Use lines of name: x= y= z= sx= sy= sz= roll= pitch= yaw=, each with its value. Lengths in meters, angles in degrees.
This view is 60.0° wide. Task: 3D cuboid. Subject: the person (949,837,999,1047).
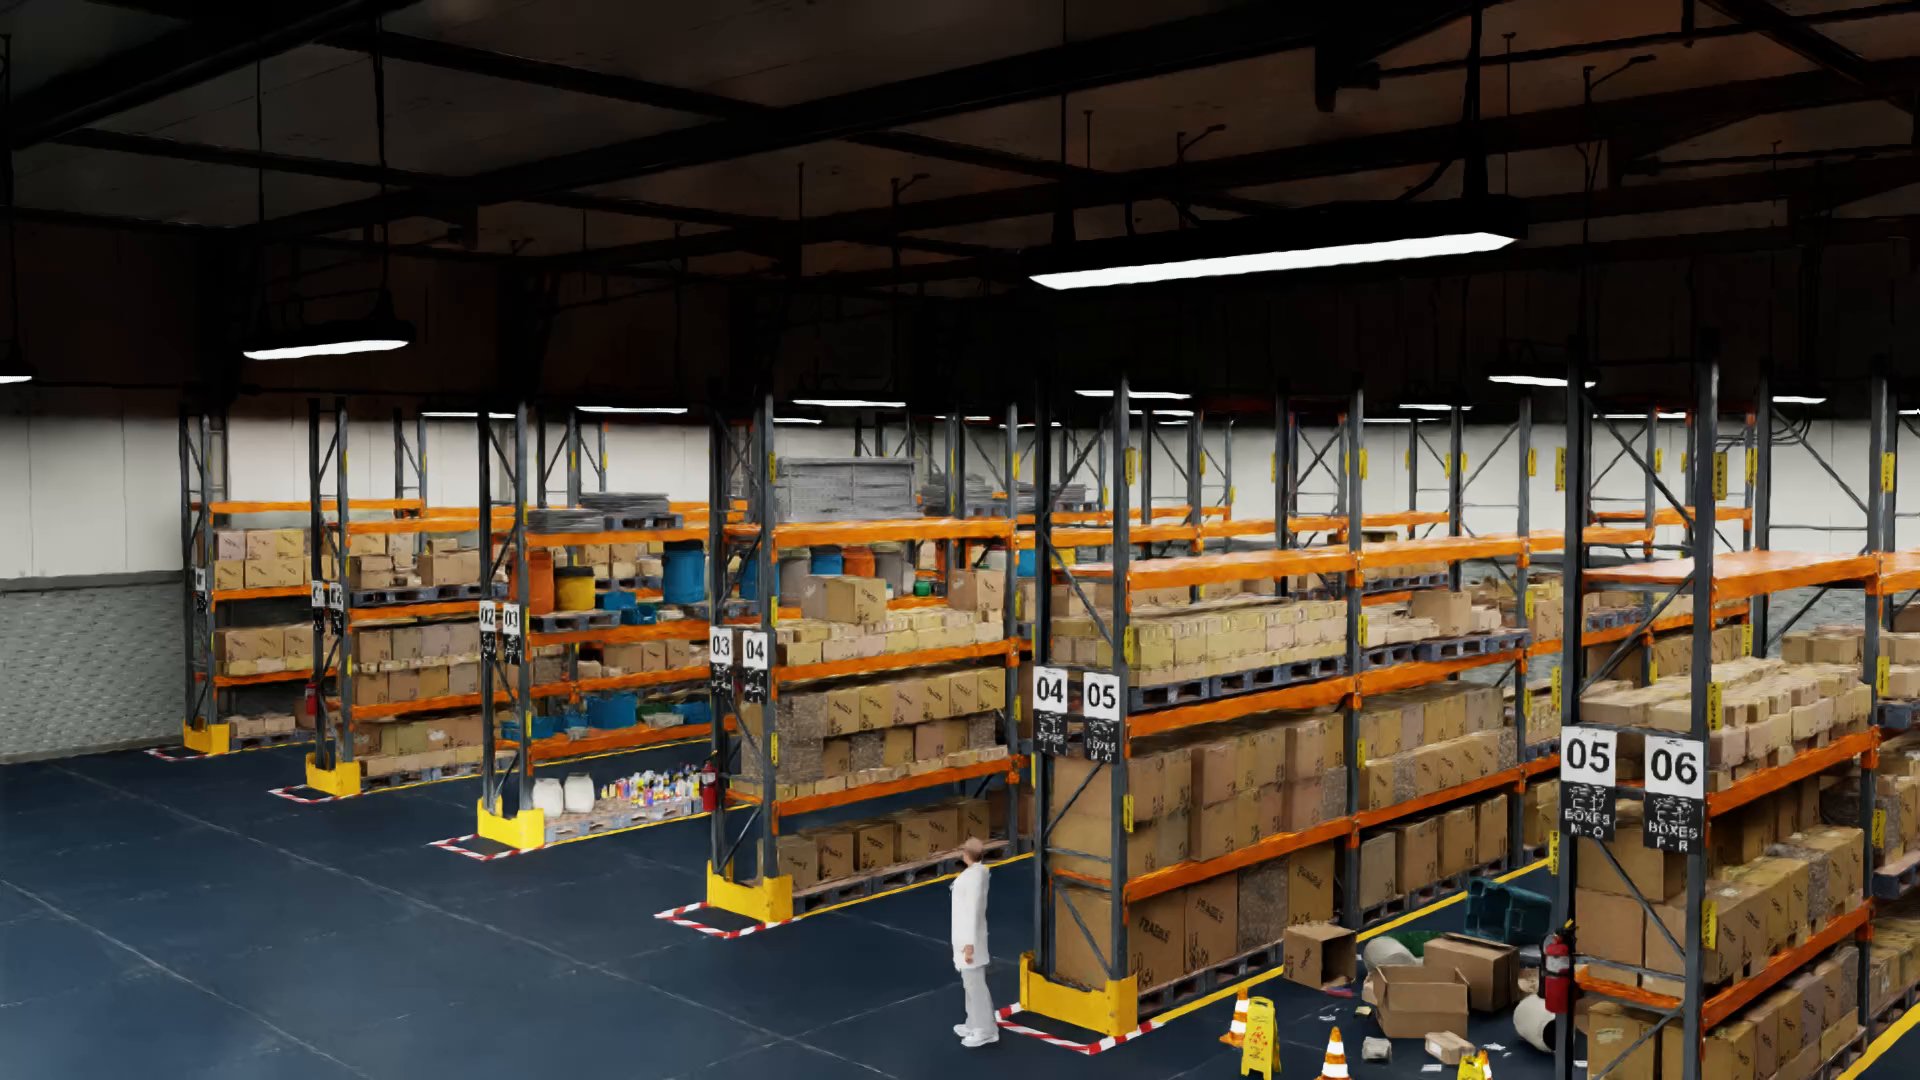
person: x=0.133 y=3.510 z=14.619 sx=0.475 sy=1.779 sz=0.628 roll=1 pitch=3 yaw=11

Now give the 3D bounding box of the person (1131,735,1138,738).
person: x=2.075 y=3.211 z=19.844 sx=0.653 sy=1.786 sz=0.569 roll=-1 pitch=3 yaw=-17
